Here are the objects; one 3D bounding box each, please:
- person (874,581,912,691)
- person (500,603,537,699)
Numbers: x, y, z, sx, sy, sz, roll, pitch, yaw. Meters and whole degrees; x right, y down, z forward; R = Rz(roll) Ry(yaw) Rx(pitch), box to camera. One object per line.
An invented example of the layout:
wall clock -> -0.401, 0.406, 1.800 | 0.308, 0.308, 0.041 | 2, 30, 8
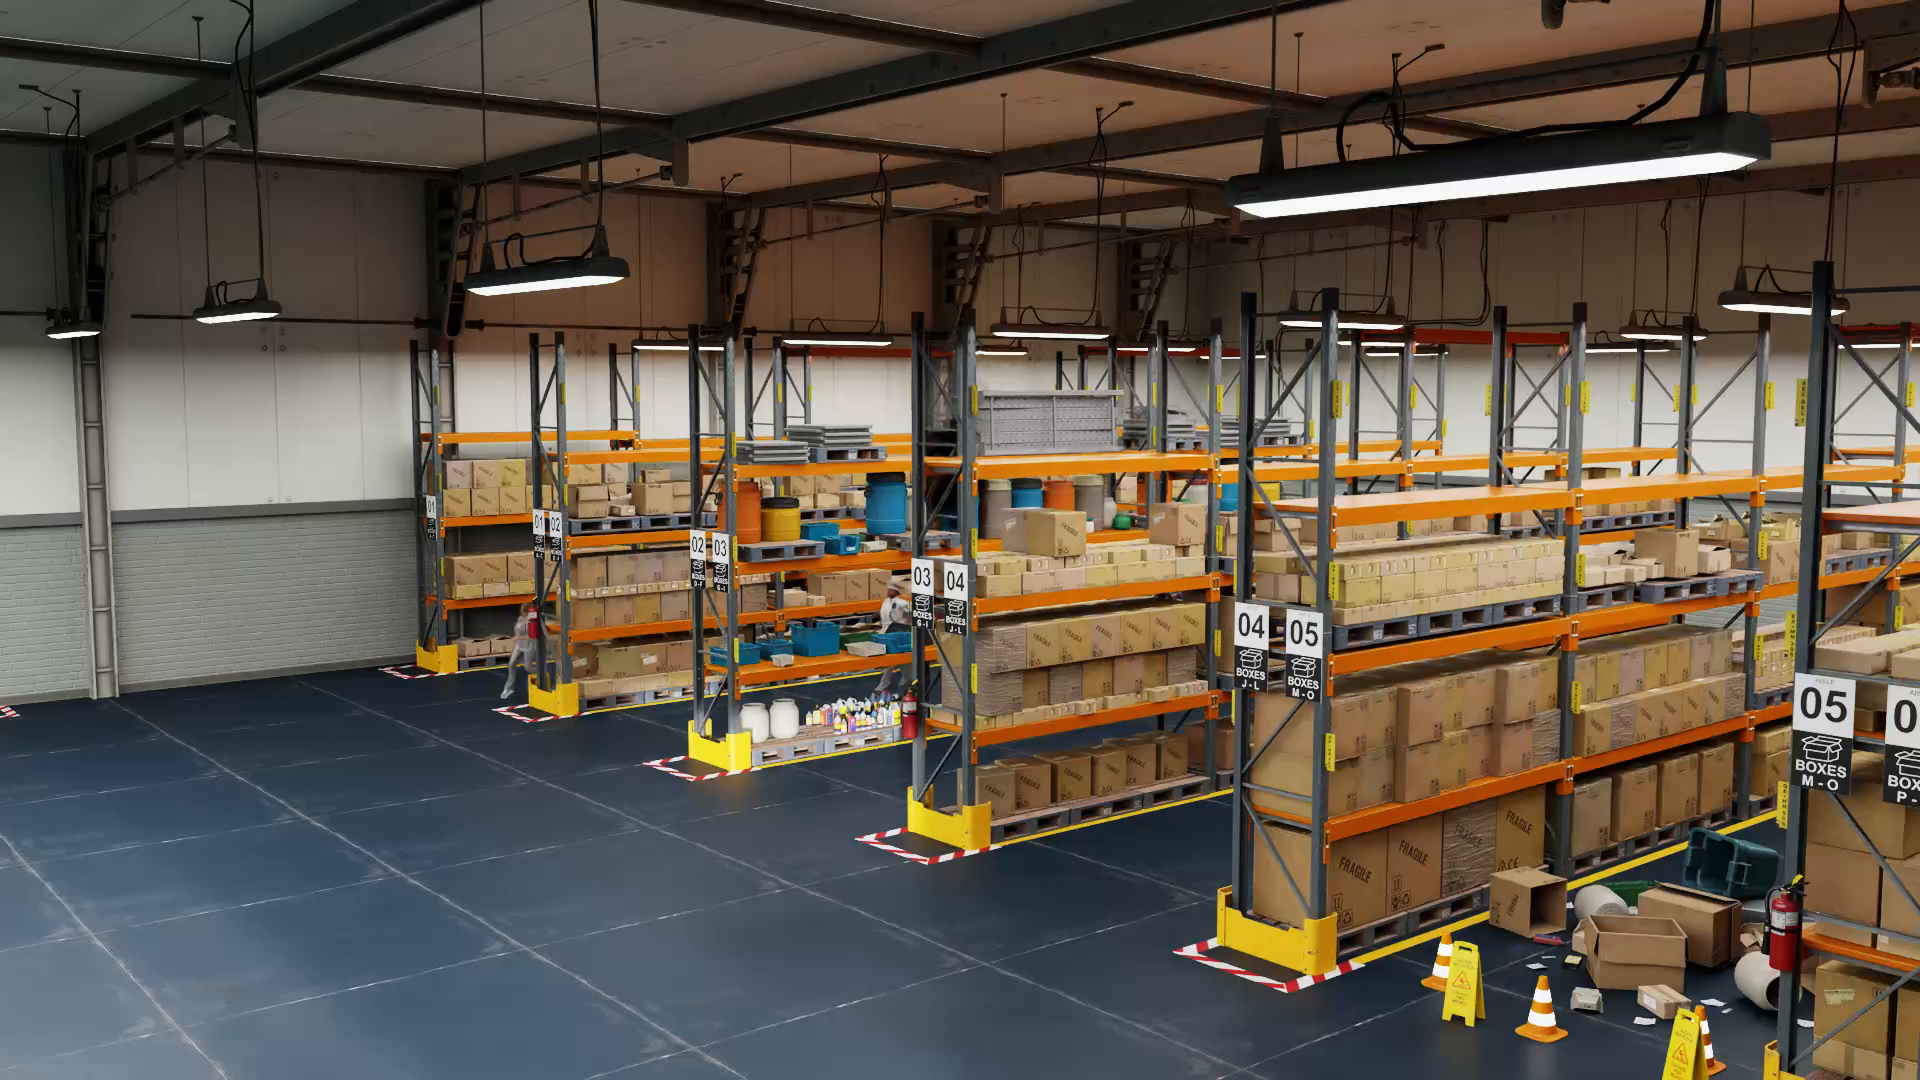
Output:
person -> -1.096, 1.525, 26.825 | 0.809, 1.737, 0.547 | -4, 7, -39
person -> -7.201, 1.818, 27.663 | 0.551, 1.587, 0.843 | 4, 7, 39
